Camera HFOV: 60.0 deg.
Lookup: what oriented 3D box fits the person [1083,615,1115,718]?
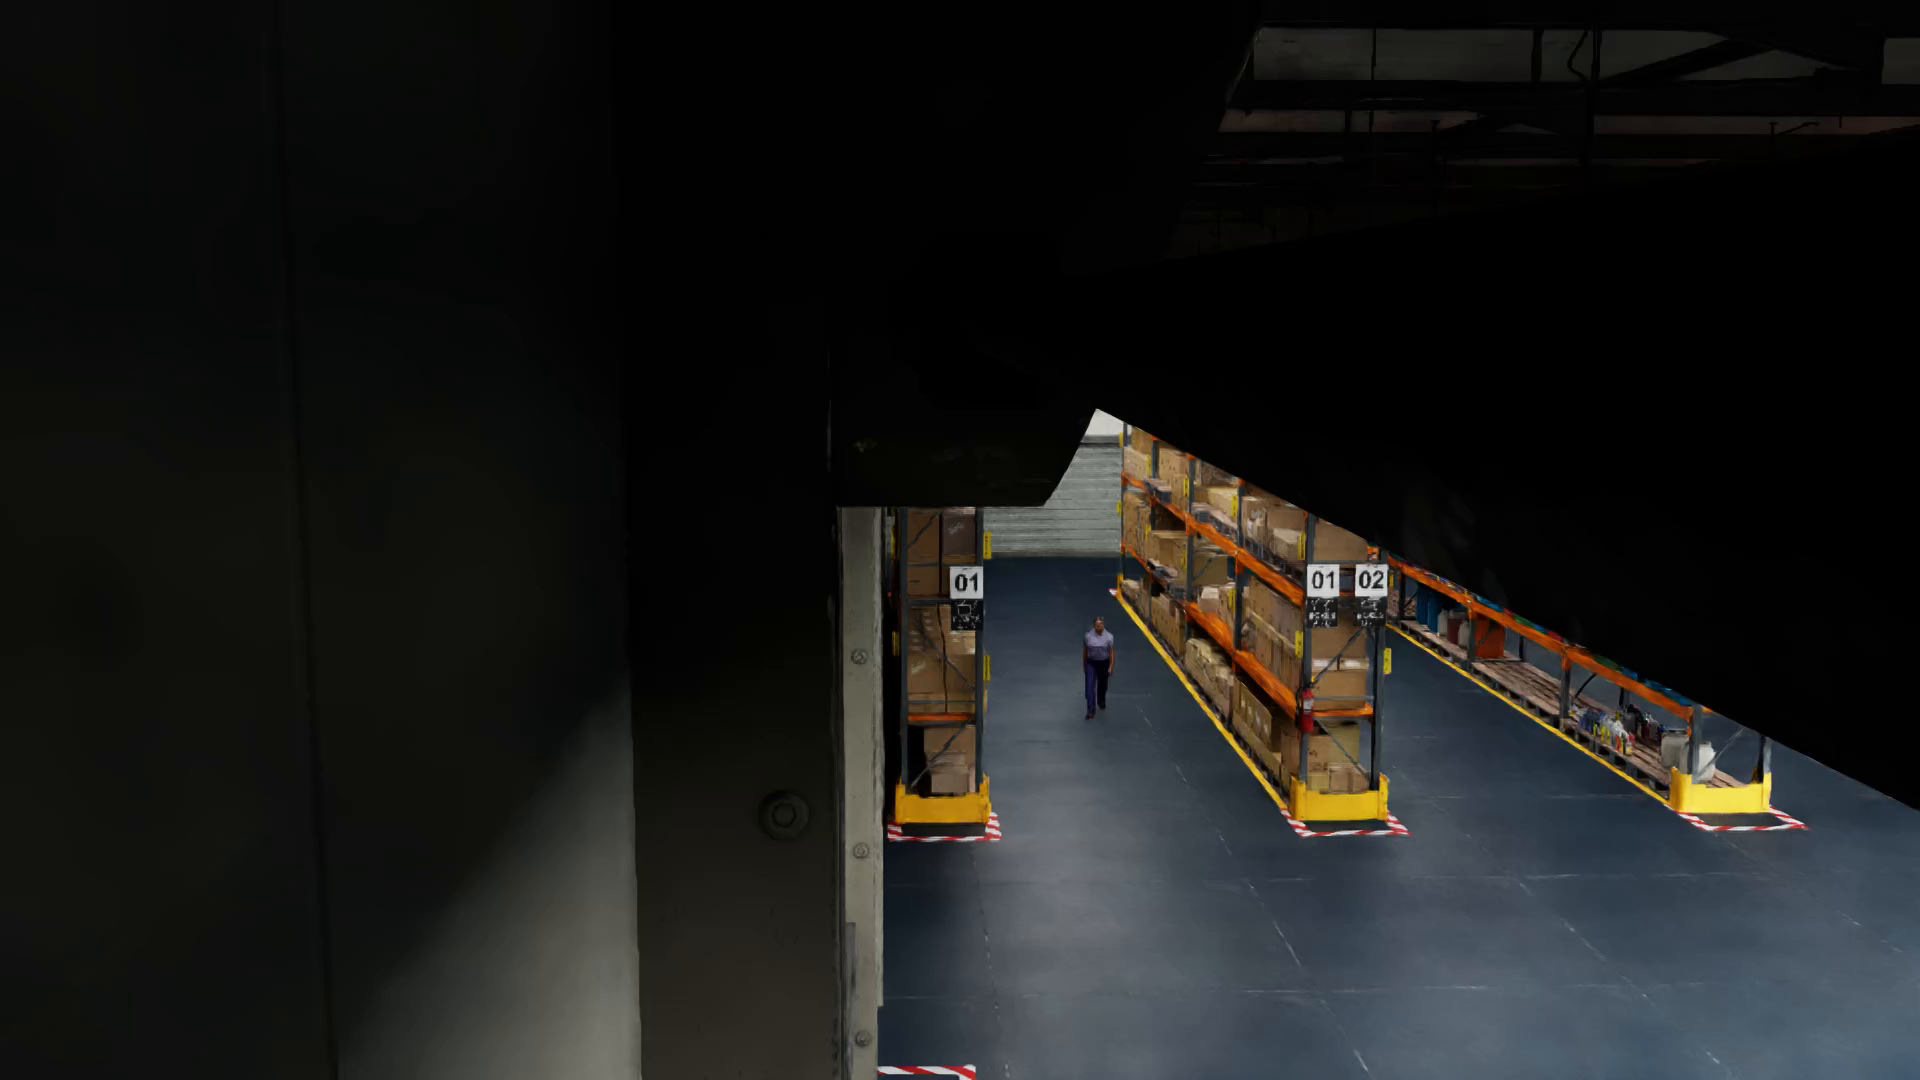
[{"bbox_3d":[2.157,1.934,25.789,0.481,1.551,1.094,0,8,0],"label":"person"}]

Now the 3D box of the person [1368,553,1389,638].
[{"bbox_3d":[7.827,1.058,31.719,0.682,1.675,0.529,-1,8,-4],"label":"person"}]
